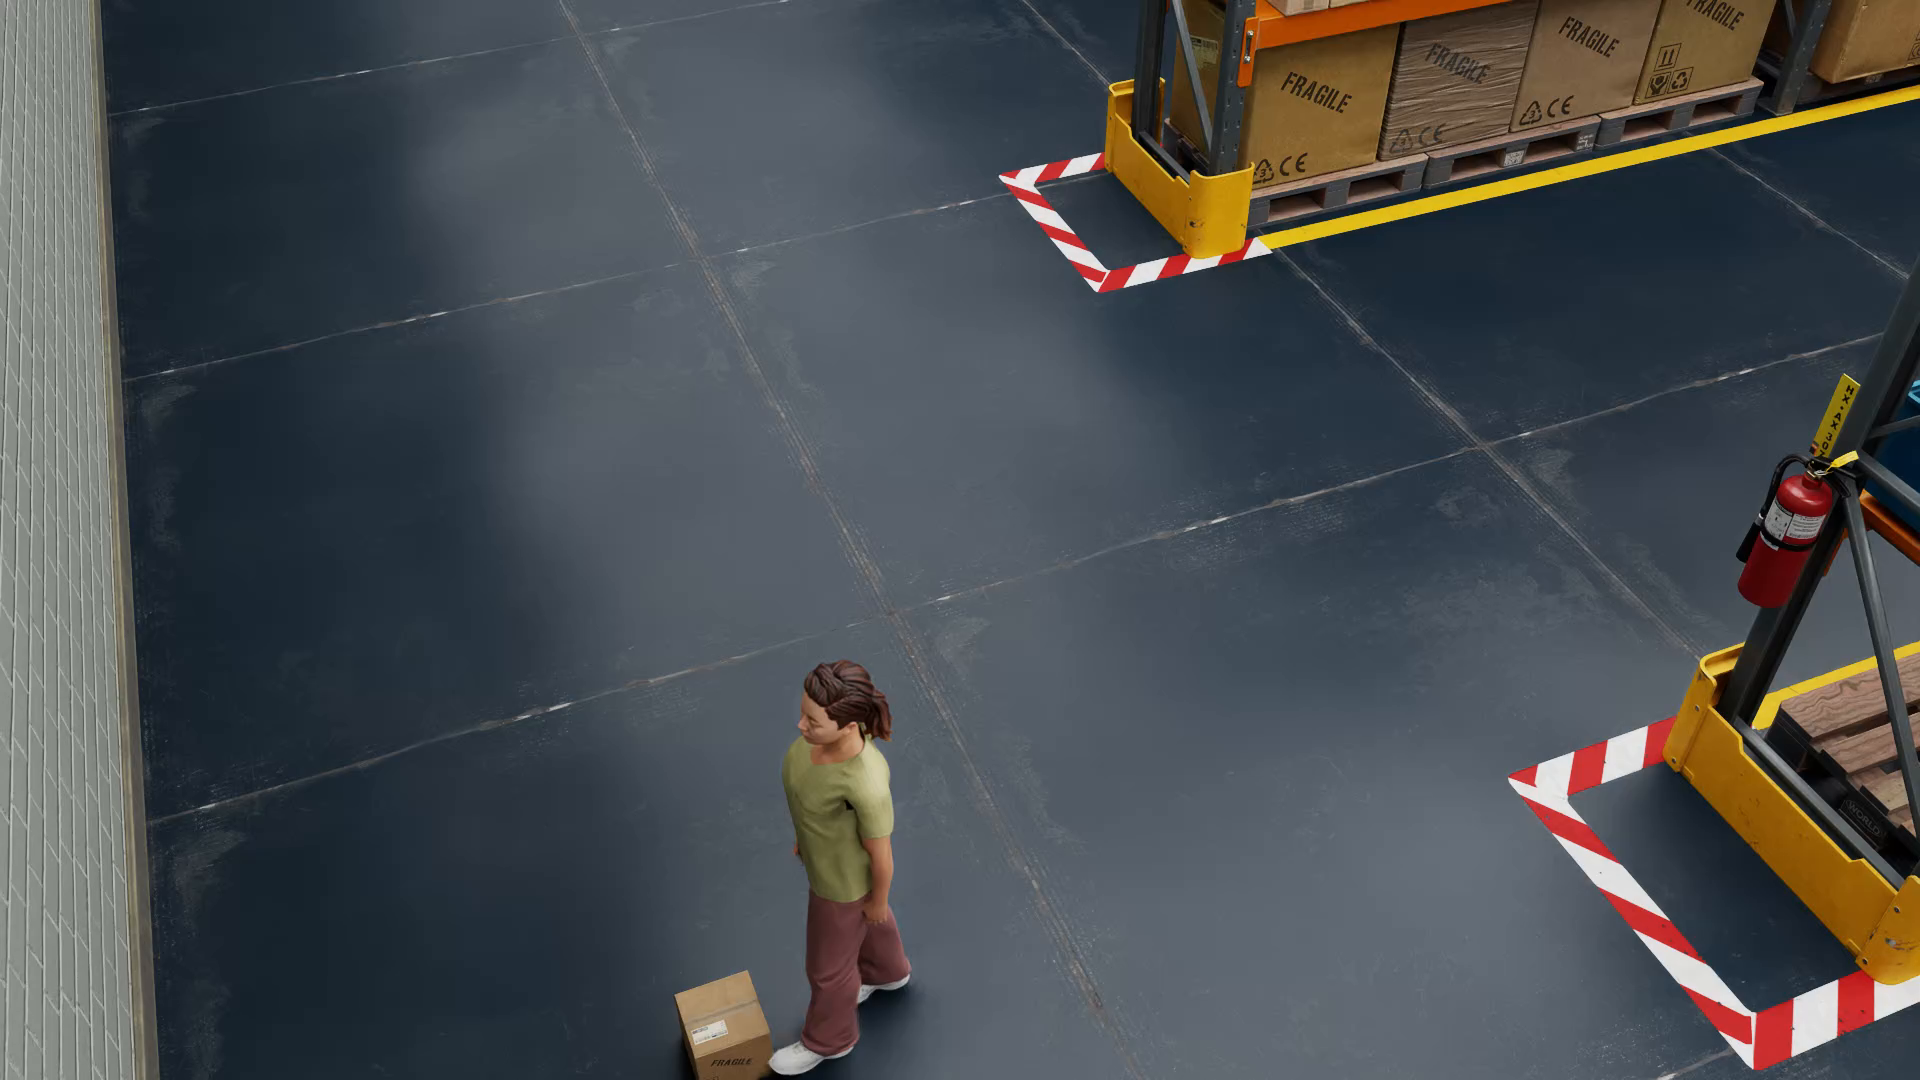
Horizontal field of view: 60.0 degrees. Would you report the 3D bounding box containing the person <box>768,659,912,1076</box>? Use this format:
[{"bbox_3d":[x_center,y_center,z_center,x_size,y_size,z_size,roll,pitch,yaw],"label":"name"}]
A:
[{"bbox_3d":[-0.409,0.992,5.061,0.554,1.667,0.447,-14,44,-15],"label":"person"}]
